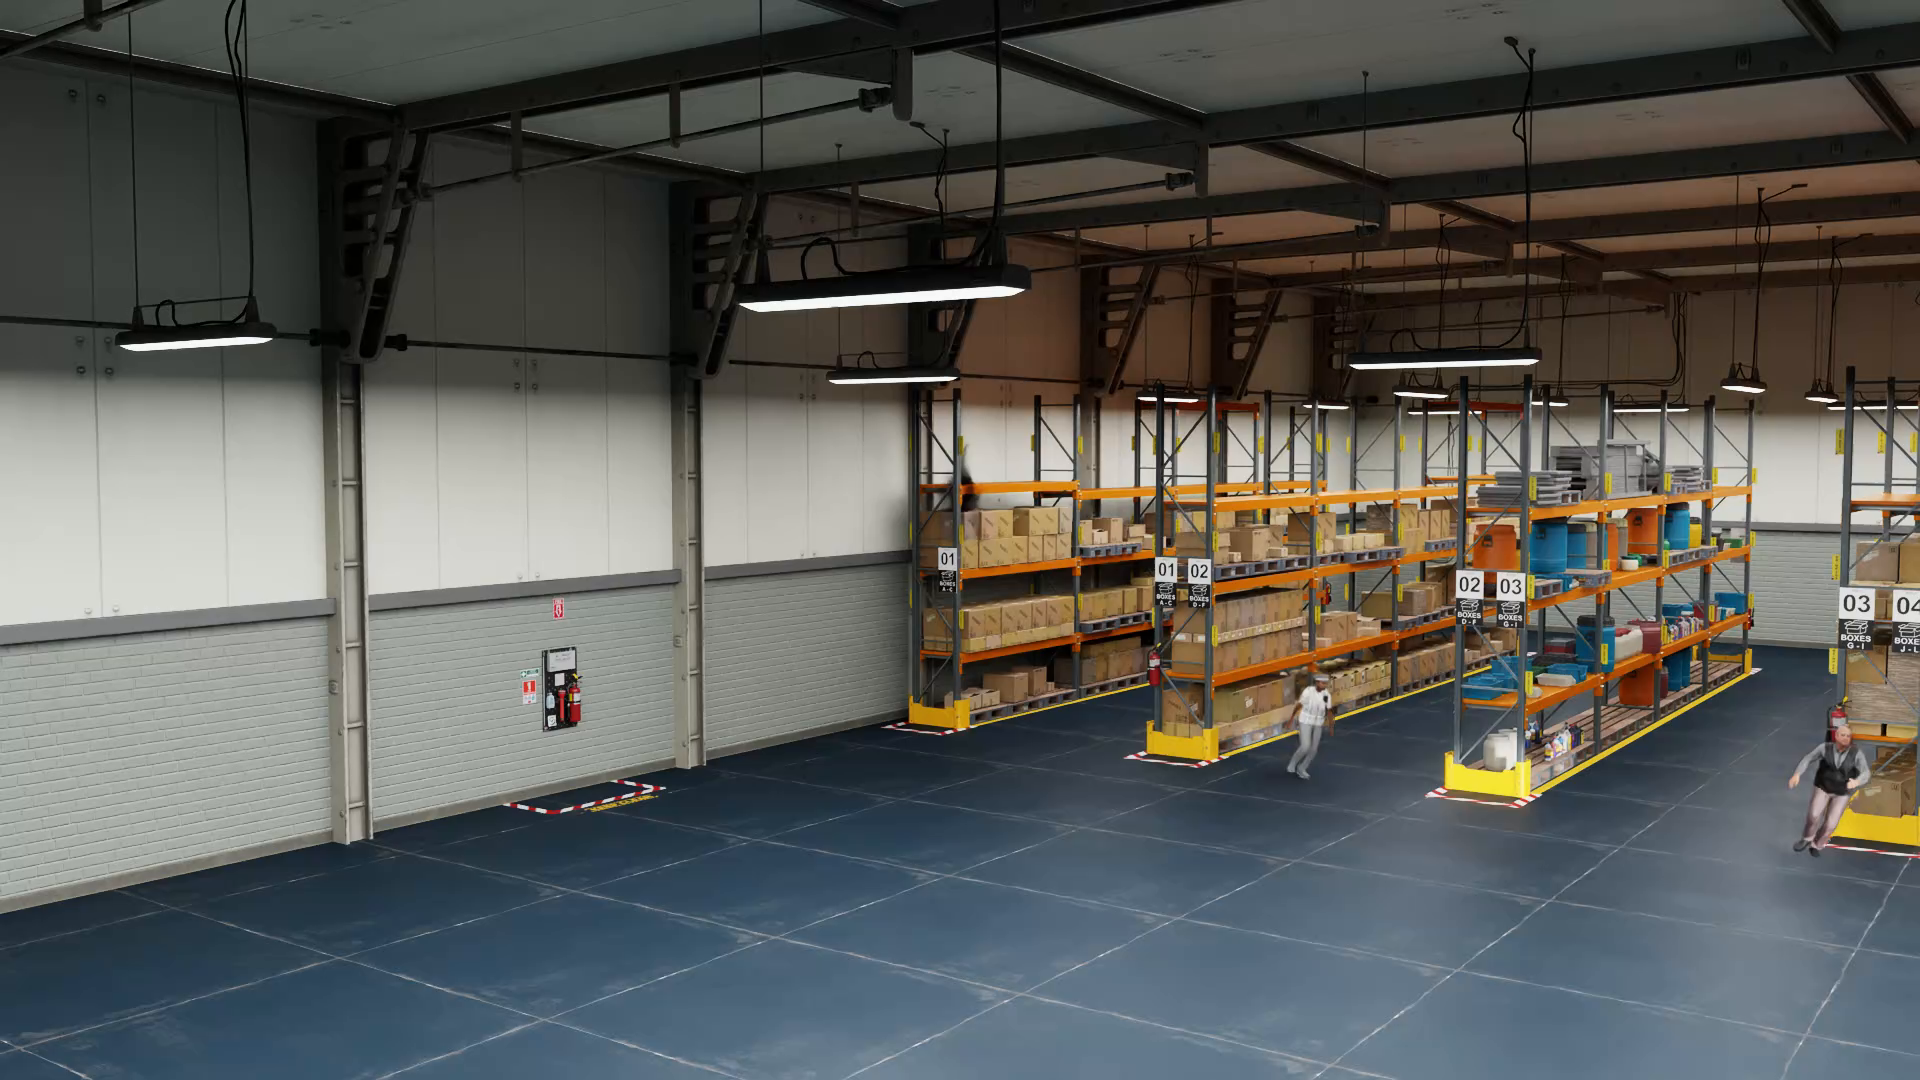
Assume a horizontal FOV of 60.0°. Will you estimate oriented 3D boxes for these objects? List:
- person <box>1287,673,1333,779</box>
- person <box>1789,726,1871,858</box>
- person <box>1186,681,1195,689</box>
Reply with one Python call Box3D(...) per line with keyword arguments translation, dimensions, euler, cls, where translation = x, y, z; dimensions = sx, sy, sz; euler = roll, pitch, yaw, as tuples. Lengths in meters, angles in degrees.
Box3D(translation=(5.250, 2.783, 24.924), dimensions=(0.599, 1.628, 0.566), euler=(-1, 3, -18), cls="person")
Box3D(translation=(10.527, 3.067, 20.095), dimensions=(0.843, 1.647, 0.639), euler=(1, 3, 19), cls="person")
Box3D(translation=(4.430, 2.331, 31.957), dimensions=(0.588, 1.736, 0.845), euler=(2, 4, 33), cls="person")
